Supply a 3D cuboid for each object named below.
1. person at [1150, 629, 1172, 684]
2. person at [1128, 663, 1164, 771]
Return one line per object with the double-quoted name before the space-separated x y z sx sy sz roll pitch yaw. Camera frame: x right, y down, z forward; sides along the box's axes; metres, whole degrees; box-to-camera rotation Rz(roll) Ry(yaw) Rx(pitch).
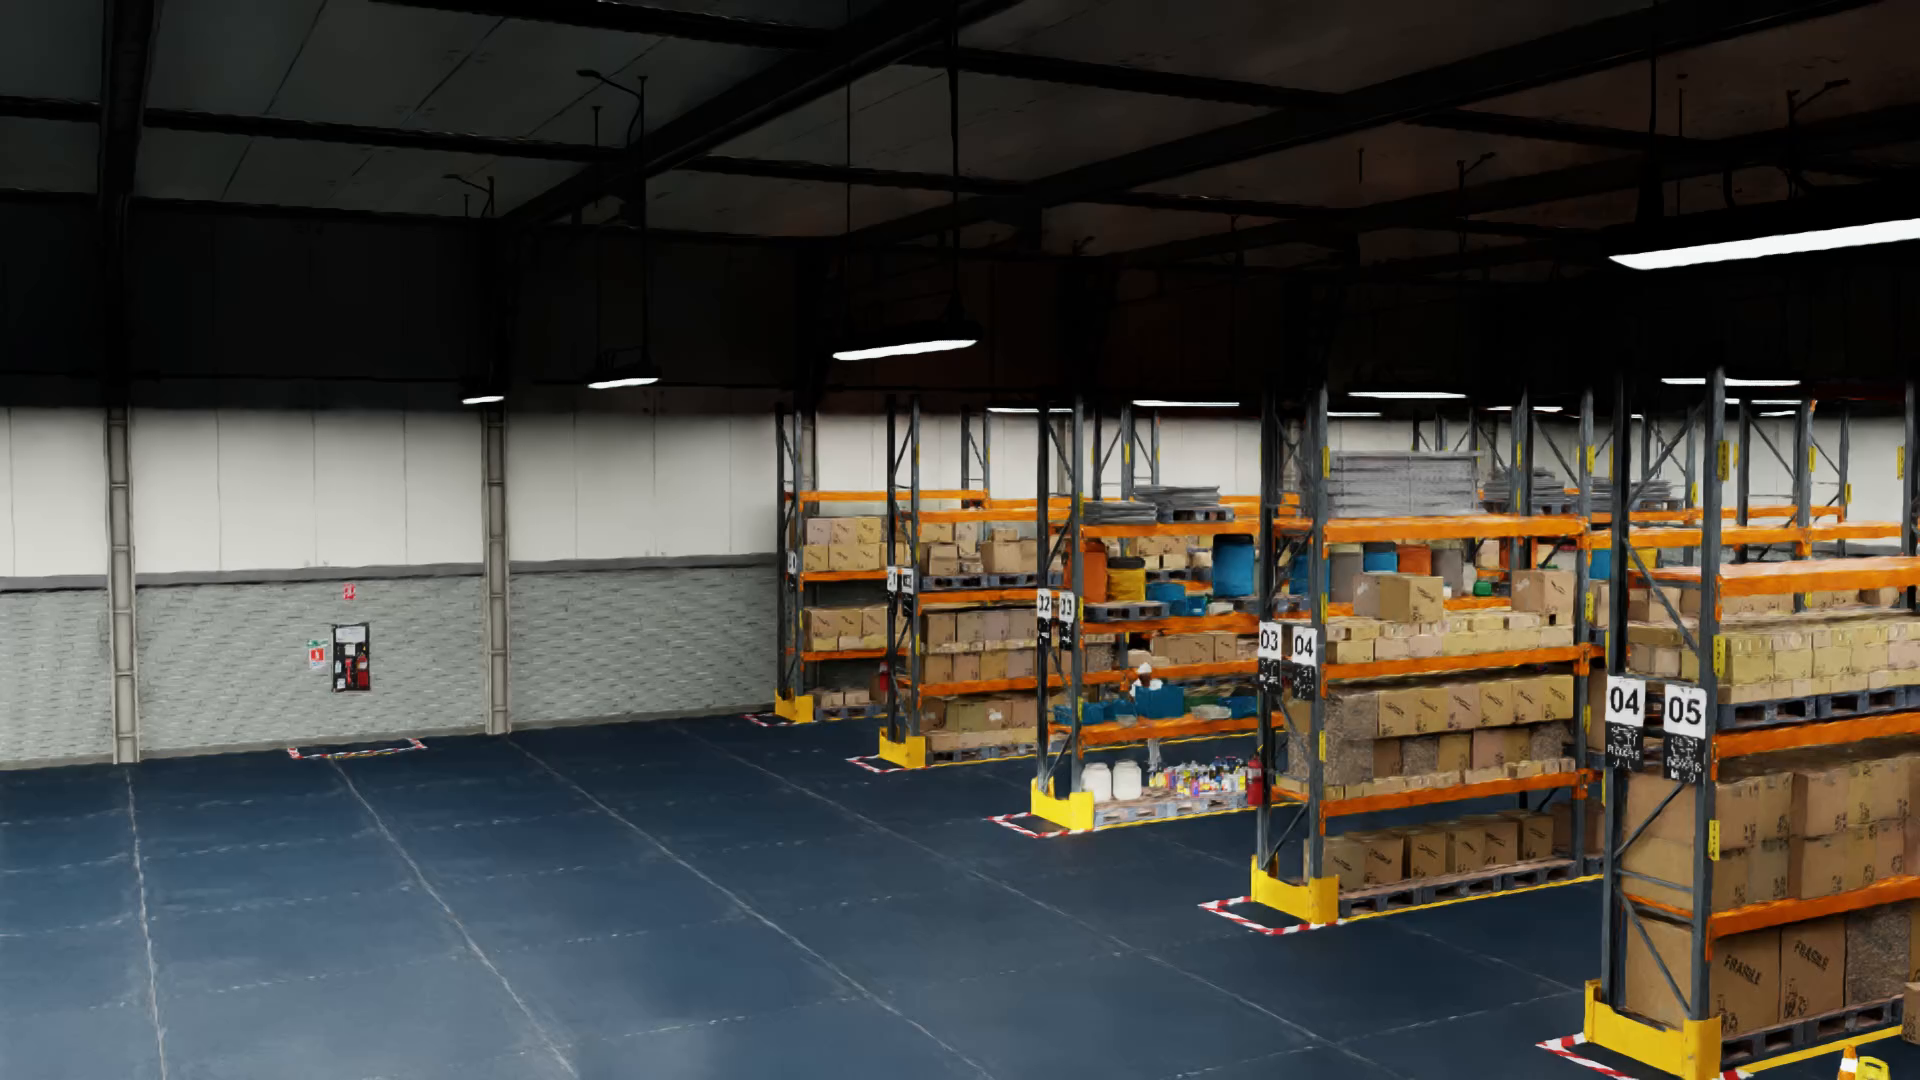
"person" 3.933 2.473 33.121 1.098 1.586 0.448 -2 4 -30
"person" 3.047 2.804 26.605 0.836 1.703 0.710 -3 4 -44
